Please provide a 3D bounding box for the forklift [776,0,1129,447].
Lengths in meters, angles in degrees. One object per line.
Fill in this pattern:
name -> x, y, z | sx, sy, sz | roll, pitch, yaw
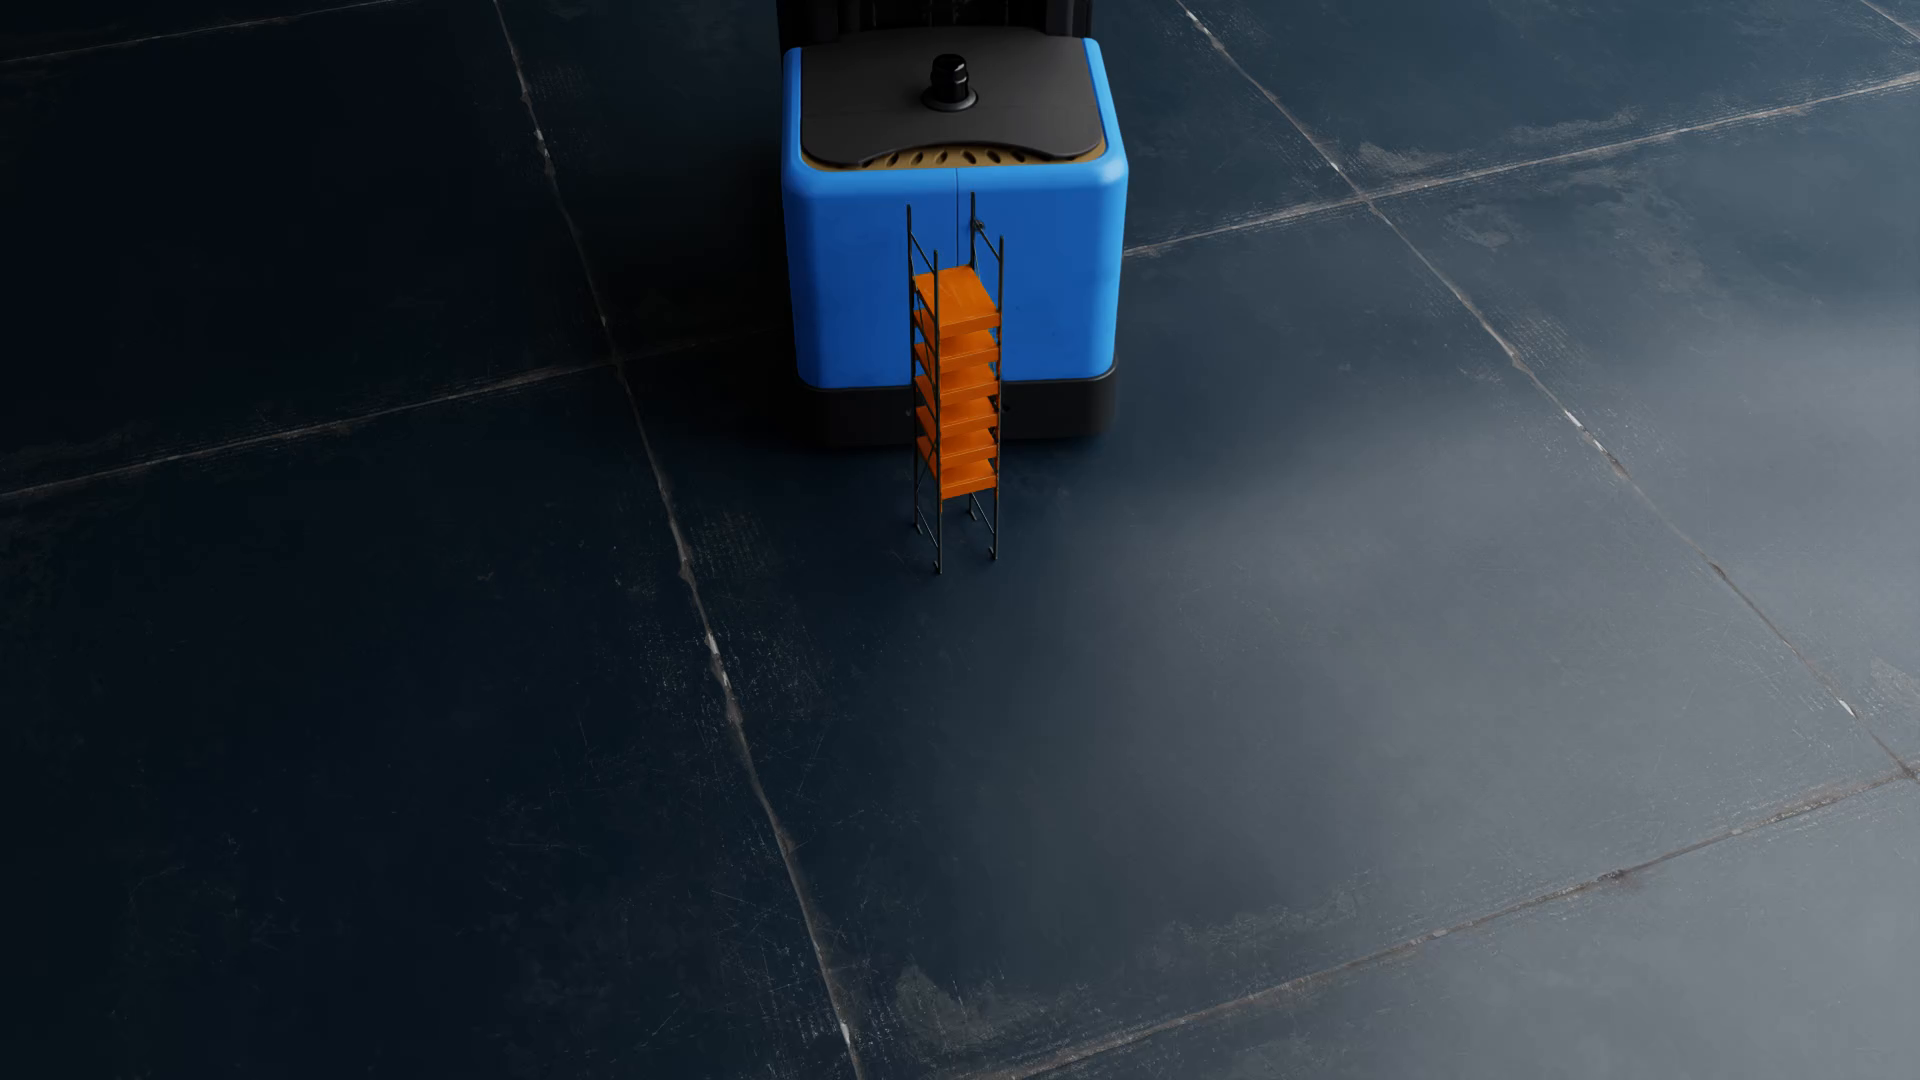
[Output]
forklift -> -0.102, -2.376, 5.549 | 1.130, 2.935, 3.031 | -3, 45, -3

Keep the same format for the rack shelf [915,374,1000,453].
rack shelf -> -0.014, -0.389, 4.853 | 0.180, 0.103, 0.258 | -14, 47, -14

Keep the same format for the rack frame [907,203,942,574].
rack frame -> -0.100, -0.398, 4.800 | 0.006, 1.200, 0.240 | -14, 47, -14

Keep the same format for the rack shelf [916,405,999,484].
rack shelf -> -0.014, -0.304, 4.938 | 0.180, 0.103, 0.258 | -14, 47, -14

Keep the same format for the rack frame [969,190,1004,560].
rack frame -> 0.072, -0.442, 4.843 | 0.006, 1.200, 0.240 | -14, 47, -14

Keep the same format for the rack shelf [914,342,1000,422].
rack shelf -> -0.014, -0.473, 4.768 | 0.180, 0.103, 0.258 | -14, 47, -14

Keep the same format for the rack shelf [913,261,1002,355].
rack shelf -> -0.014, -0.643, 4.598 | 0.180, 0.103, 0.258 | -14, 47, -14

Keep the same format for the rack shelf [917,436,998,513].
rack shelf -> -0.014, -0.219, 5.023 | 0.180, 0.103, 0.258 | -14, 47, -14

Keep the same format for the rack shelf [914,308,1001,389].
rack shelf -> -0.014, -0.558, 4.683 | 0.180, 0.103, 0.258 | -14, 47, -14

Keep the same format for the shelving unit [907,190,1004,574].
shelving unit -> -0.014, -0.420, 4.822 | 0.189, 1.200, 0.258 | -14, 47, -14
